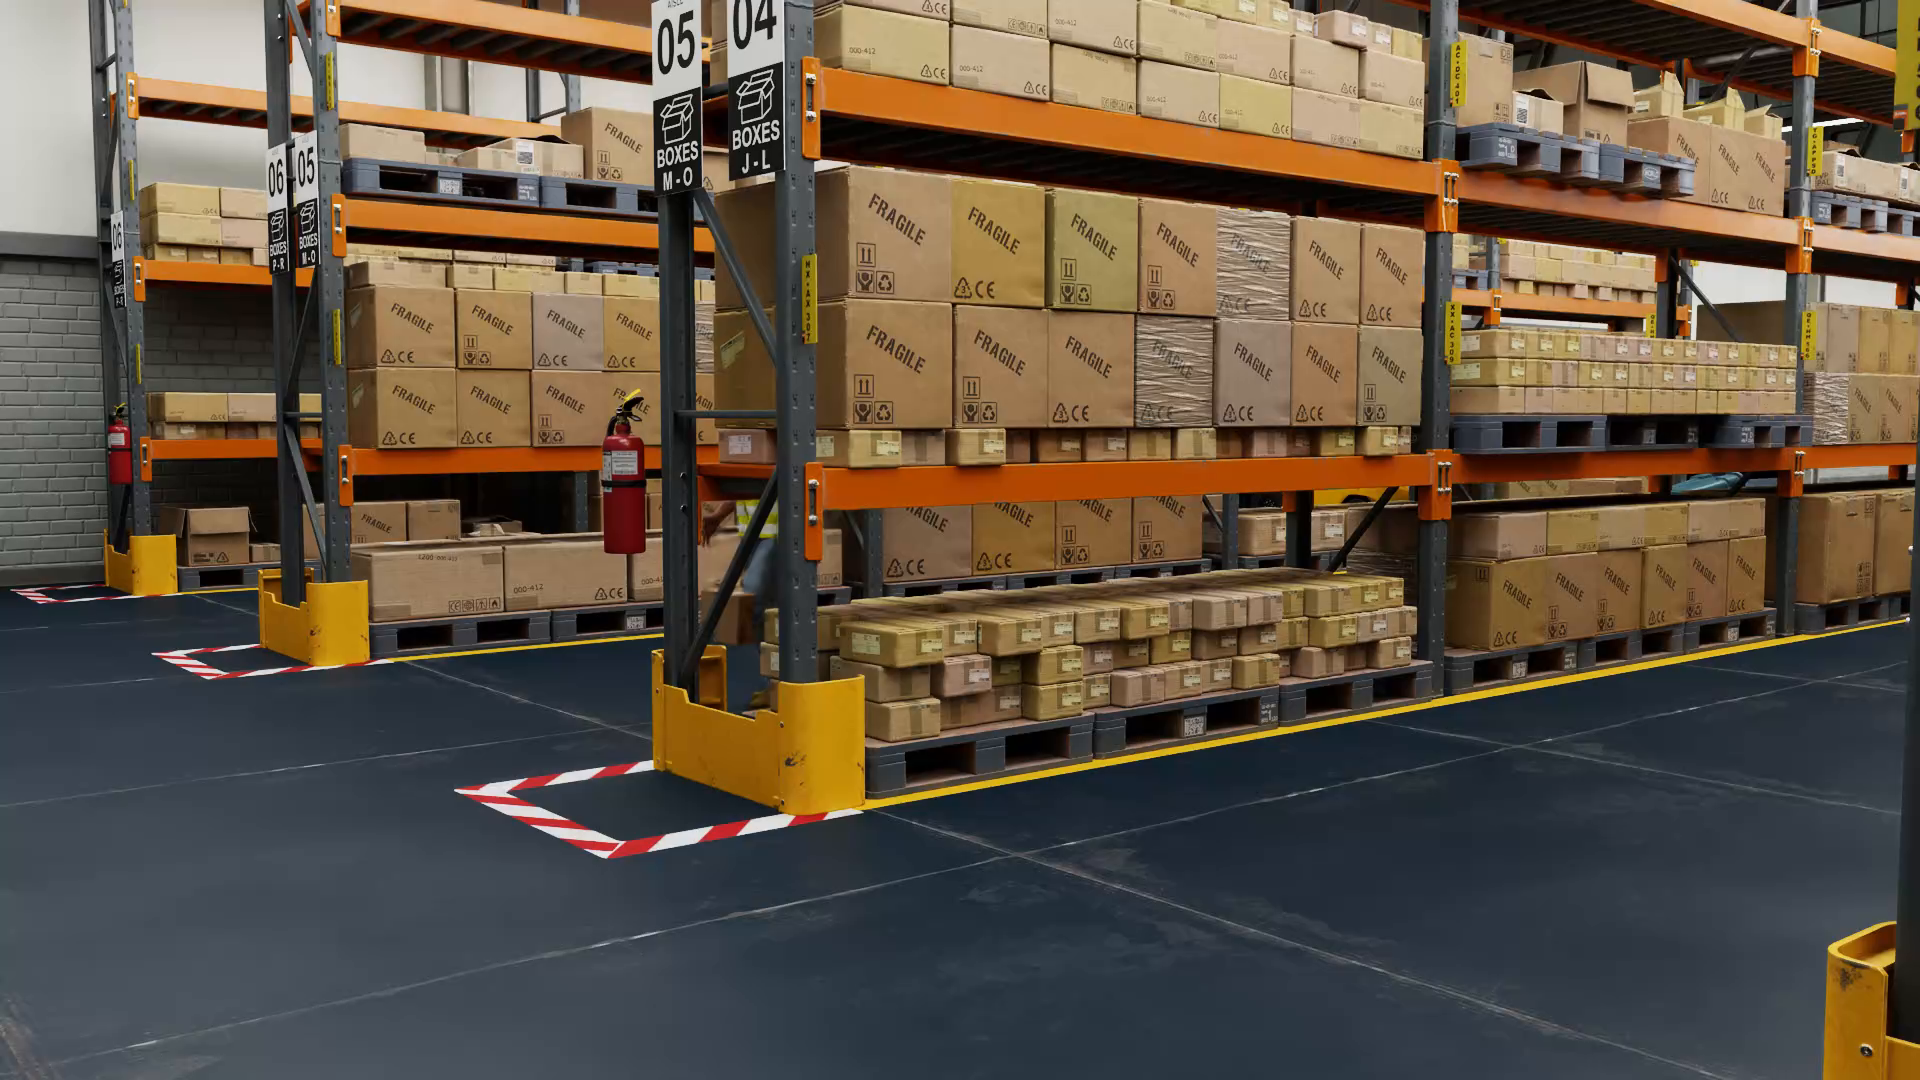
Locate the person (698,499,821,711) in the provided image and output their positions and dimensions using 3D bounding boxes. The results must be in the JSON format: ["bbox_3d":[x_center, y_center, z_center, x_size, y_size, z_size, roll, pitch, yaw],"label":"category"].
[{"bbox_3d":[-0.992,-0.005,8.542,0.590,1.745,0.680,-3,5,-38],"label":"person"}]
